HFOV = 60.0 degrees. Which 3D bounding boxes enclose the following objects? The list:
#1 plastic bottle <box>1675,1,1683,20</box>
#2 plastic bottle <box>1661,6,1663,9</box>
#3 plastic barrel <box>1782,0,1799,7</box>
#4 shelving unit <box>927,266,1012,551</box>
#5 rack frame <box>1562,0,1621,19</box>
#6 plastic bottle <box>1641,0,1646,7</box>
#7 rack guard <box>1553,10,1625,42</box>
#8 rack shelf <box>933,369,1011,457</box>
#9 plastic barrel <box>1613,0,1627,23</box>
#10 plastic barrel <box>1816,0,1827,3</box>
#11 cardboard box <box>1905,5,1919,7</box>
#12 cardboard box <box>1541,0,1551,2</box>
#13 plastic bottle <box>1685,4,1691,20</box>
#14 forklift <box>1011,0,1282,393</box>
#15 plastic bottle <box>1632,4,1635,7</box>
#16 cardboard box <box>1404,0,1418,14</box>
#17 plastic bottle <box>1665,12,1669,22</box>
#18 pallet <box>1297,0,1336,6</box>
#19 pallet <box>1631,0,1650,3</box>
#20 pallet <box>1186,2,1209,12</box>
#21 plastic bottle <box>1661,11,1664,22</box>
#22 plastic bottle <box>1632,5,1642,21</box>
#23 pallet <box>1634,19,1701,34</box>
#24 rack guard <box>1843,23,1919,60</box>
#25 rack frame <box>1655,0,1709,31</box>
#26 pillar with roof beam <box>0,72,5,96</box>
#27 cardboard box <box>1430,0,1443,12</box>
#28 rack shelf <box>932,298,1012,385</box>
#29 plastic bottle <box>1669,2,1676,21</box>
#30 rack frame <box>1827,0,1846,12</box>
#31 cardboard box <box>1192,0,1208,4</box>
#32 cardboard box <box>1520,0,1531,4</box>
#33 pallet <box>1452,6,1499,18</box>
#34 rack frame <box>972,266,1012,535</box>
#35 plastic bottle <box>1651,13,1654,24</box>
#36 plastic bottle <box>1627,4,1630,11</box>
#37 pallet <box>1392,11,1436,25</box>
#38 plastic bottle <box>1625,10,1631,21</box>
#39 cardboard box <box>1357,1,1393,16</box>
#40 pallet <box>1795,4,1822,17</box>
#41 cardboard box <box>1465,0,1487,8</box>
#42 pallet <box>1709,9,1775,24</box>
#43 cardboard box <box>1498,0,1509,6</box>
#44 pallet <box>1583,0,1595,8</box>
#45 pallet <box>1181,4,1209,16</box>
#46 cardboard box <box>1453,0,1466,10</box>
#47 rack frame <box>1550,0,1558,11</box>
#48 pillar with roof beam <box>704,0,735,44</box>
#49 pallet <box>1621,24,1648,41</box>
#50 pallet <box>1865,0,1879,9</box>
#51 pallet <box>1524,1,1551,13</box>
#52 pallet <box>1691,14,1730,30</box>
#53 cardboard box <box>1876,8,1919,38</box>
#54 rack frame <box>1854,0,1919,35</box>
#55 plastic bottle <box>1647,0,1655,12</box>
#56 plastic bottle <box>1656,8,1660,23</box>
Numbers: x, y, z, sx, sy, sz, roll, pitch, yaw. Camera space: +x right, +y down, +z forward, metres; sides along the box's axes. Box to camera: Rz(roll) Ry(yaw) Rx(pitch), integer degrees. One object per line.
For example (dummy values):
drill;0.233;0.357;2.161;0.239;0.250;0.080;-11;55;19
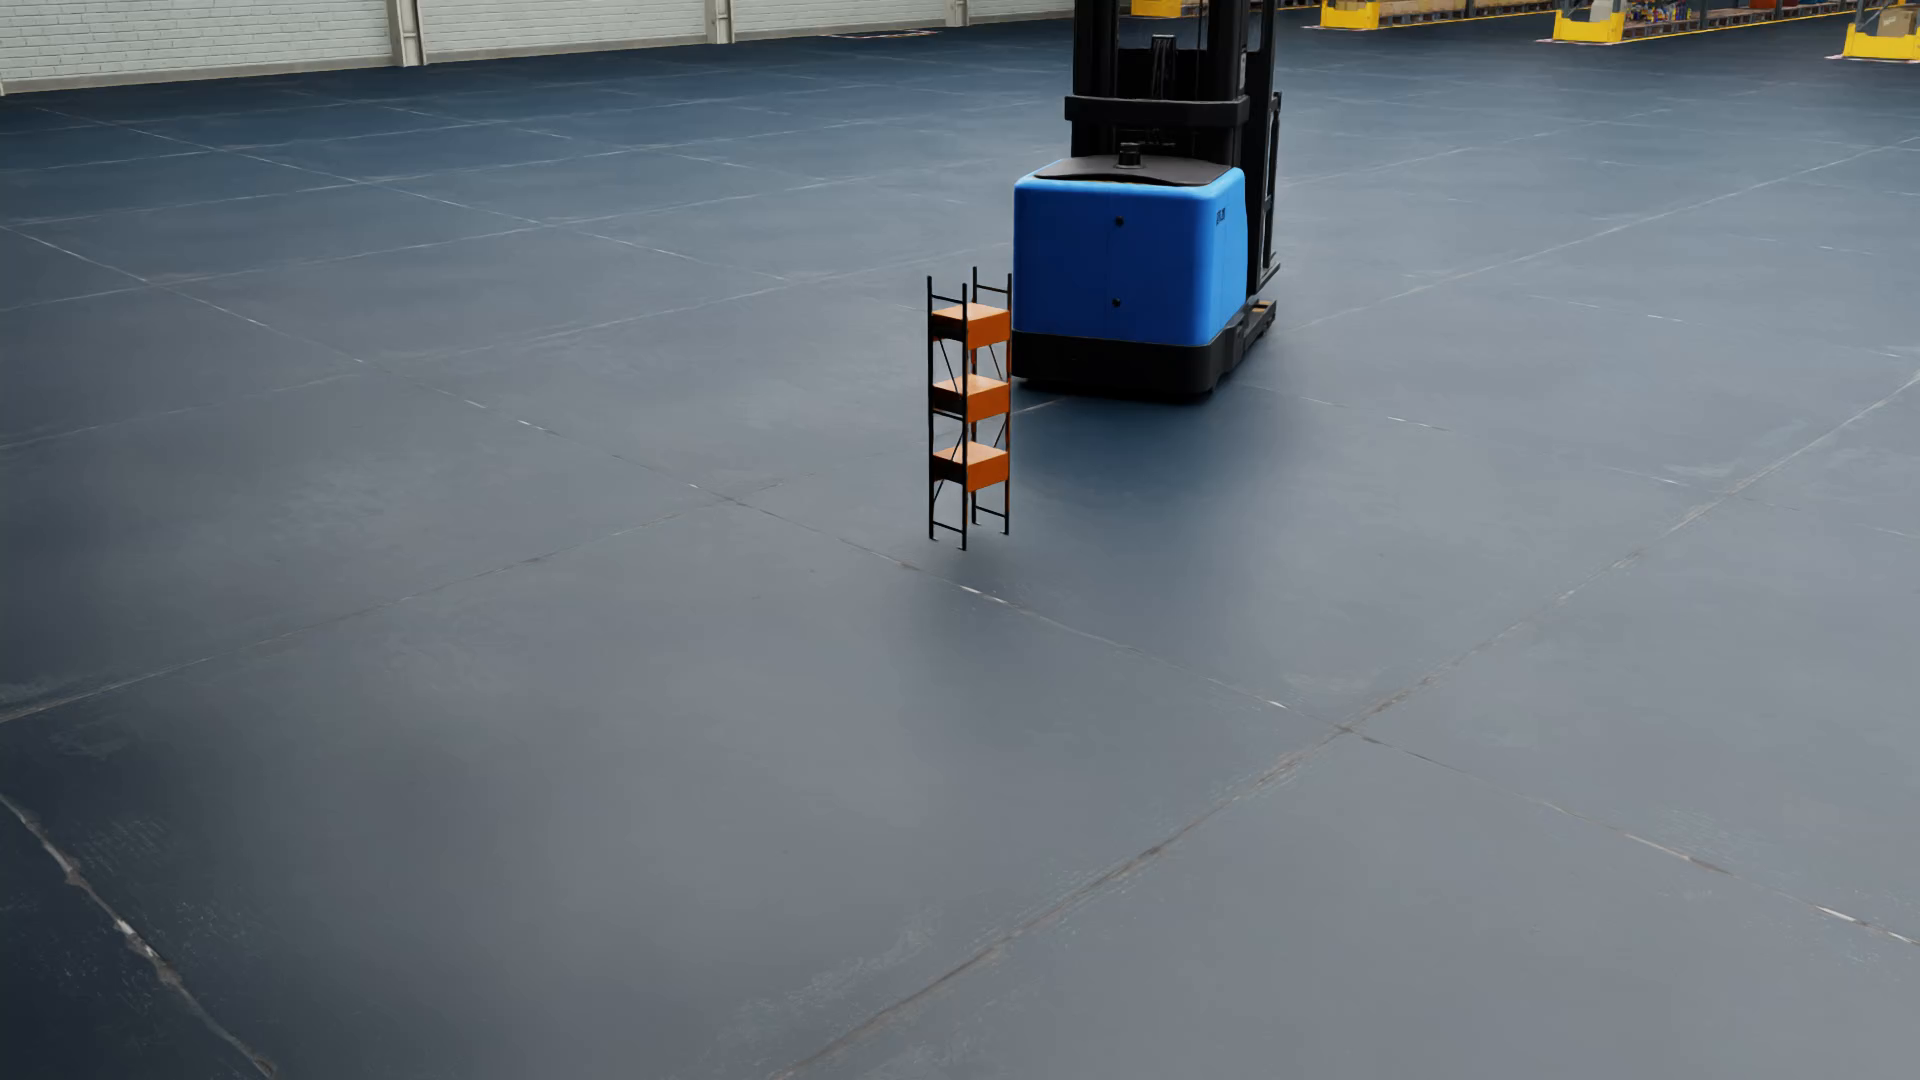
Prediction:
plastic bottle;13.763;-10.148;31.875;0.144;0.351;0.185;18;27;38
plastic bottle;13.345;-10.019;31.633;0.061;0.283;0.133;19;28;41
plastic barrel;18.047;-11.985;36.351;0.600;0.588;0.708;19;28;41
shelving unit;0.037;-0.504;6.422;0.215;1.050;0.252;19;28;41
rack frame;11.349;-10.438;29.550;1.000;3.000;0.127;19;28;41
plastic bottle;13.279;-10.331;32.352;0.185;0.351;0.144;-19;28;-41
rack guard;11.369;-9.302;30.080;1.175;0.500;0.348;19;28;41
rack shelf;0.037;-0.494;6.426;0.215;0.259;0.240;19;28;41
plastic barrel;12.103;-9.790;30.746;0.421;0.512;0.421;0;21;0
plastic barrel;19.329;-12.603;37.524;0.600;0.901;0.708;19;28;41
cardboard box;16.188;-8.702;27.933;0.500;0.500;0.500;-17;27;-37
cardboard box;13.191;-12.451;38.035;0.500;0.250;0.500;-19;28;-41
plastic bottle;14.040;-10.197;32.097;0.133;0.283;0.061;-18;28;-39
forklift;1.233;-2.593;9.236;1.130;2.935;3.031;7;22;18
plastic bottle;13.003;-10.219;32.154;0.133;0.283;0.061;-19;28;-40
cardboard box;9.032;-10.931;34.080;0.500;0.250;0.500;19;28;41
plastic bottle;13.359;-9.917;31.482;0.097;0.201;0.097;0;21;0
pallet;8.435;-13.160;40.518;1.003;0.211;1.213;19;28;41
pallet;16.654;-13.638;41.762;1.003;0.211;1.213;19;28;41
pallet;5.747;-12.147;37.884;1.003;0.211;1.213;19;28;41
plastic bottle;13.215;-9.864;31.345;0.097;0.201;0.097;0;21;0
plastic bottle;12.975;-10.108;31.875;0.152;0.276;0.135;19;28;41
pallet;13.641;-10.002;32.303;1.003;0.211;1.213;19;28;41
rack guard;14.951;-8.051;26.824;1.175;0.500;0.348;19;28;41
rack frame;14.140;-11.466;32.225;1.000;3.000;0.127;19;28;41
pillar with roof beam;-9.539;-8.867;17.102;9.100;9.000;0.400;19;28;41
cardboard box;9.732;-11.187;34.746;0.500;0.250;0.500;19;28;41
rack shelf;0.037;-0.759;6.324;0.215;0.259;0.240;19;28;41
plastic bottle;13.538;-10.065;31.659;0.144;0.351;0.185;19;28;40
rack frame;19.721;-13.522;37.575;1.000;3.000;0.127;19;28;41
cardboard box;5.196;-12.169;37.190;0.500;0.311;0.500;-17;27;-38
cardboard box;12.481;-12.189;37.354;0.500;0.250;0.500;-19;28;-41
pallet;11.079;-11.604;36.471;1.003;0.211;1.213;19;28;41
rack frame;0.122;-0.535;6.504;0.200;1.050;0.008;19;28;41
plastic bottle;12.910;-9.752;31.052;0.097;0.201;0.097;0;21;0
plastic bottle;12.721;-10.126;31.817;0.185;0.351;0.144;-19;28;-40
pallet;9.157;-10.896;34.629;1.003;0.211;1.213;19;28;41
plastic bottle;12.711;-9.986;31.661;0.097;0.201;0.097;0;21;0
cardboard box;8.336;-10.673;33.409;0.500;0.250;0.500;19;28;41
pallet;18.301;-11.718;36.767;1.003;0.211;1.213;19;28;41
cardboard box;11.052;-11.661;35.979;0.500;0.250;0.500;18;28;39
pallet;16.362;-11.003;34.907;1.003;0.211;1.213;19;28;41
cardboard box;11.769;-11.926;36.668;0.500;0.250;0.500;18;28;39
pallet;14.783;-12.928;39.915;1.003;0.211;1.213;19;28;41
pallet;4.896;-11.835;37.072;1.003;0.211;1.213;19;28;41
cardboard box;10.426;-11.445;35.418;0.500;0.250;0.500;19;28;41
rack frame;13.384;-13.735;38.128;1.000;3.000;0.127;19;28;41
pillar with roof beam;-1.167;-11.952;25.127;9.100;9.000;0.400;19;28;41
pallet;11.939;-9.375;30.671;1.003;0.211;1.213;19;28;41
pallet;21.057;-12.735;39.412;1.003;0.211;1.213;19;28;41
pallet;12.781;-12.231;38.103;1.003;0.211;1.213;19;28;41
pallet;14.660;-10.376;33.276;1.003;0.211;1.213;19;28;41
cardboard box;15.346;-8.384;27.104;0.500;0.500;0.500;-14;25;-32
rack frame;14.898;-9.198;26.325;1.000;3.000;0.127;19;28;41
plastic bottle;13.383;-10.295;32.258;0.144;0.351;0.185;19;28;41
plastic bottle;13.076;-9.846;31.199;0.097;0.271;0.097;0;21;0
